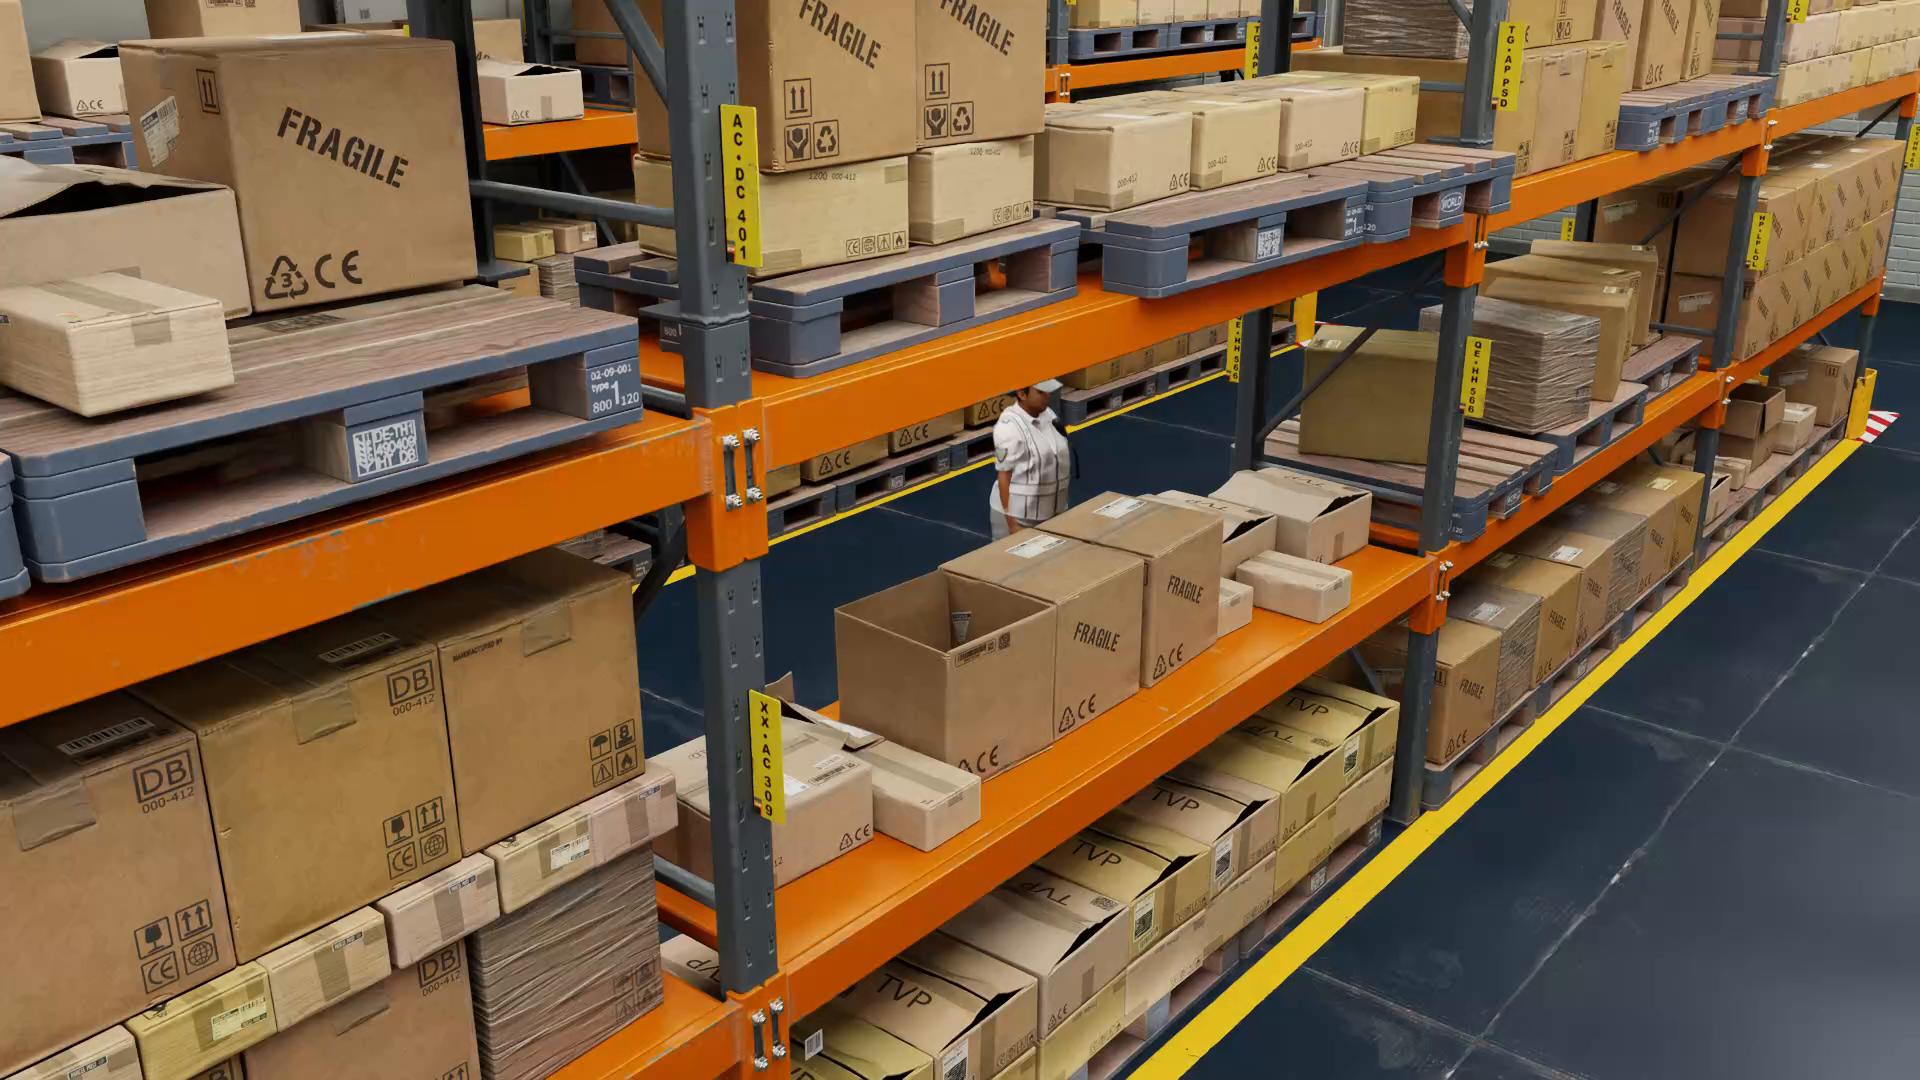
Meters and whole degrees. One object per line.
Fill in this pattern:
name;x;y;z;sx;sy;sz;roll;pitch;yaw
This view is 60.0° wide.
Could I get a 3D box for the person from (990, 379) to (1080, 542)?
person;0.387;-0.133;8.931;0.387;1.672;0.475;17;26;38
